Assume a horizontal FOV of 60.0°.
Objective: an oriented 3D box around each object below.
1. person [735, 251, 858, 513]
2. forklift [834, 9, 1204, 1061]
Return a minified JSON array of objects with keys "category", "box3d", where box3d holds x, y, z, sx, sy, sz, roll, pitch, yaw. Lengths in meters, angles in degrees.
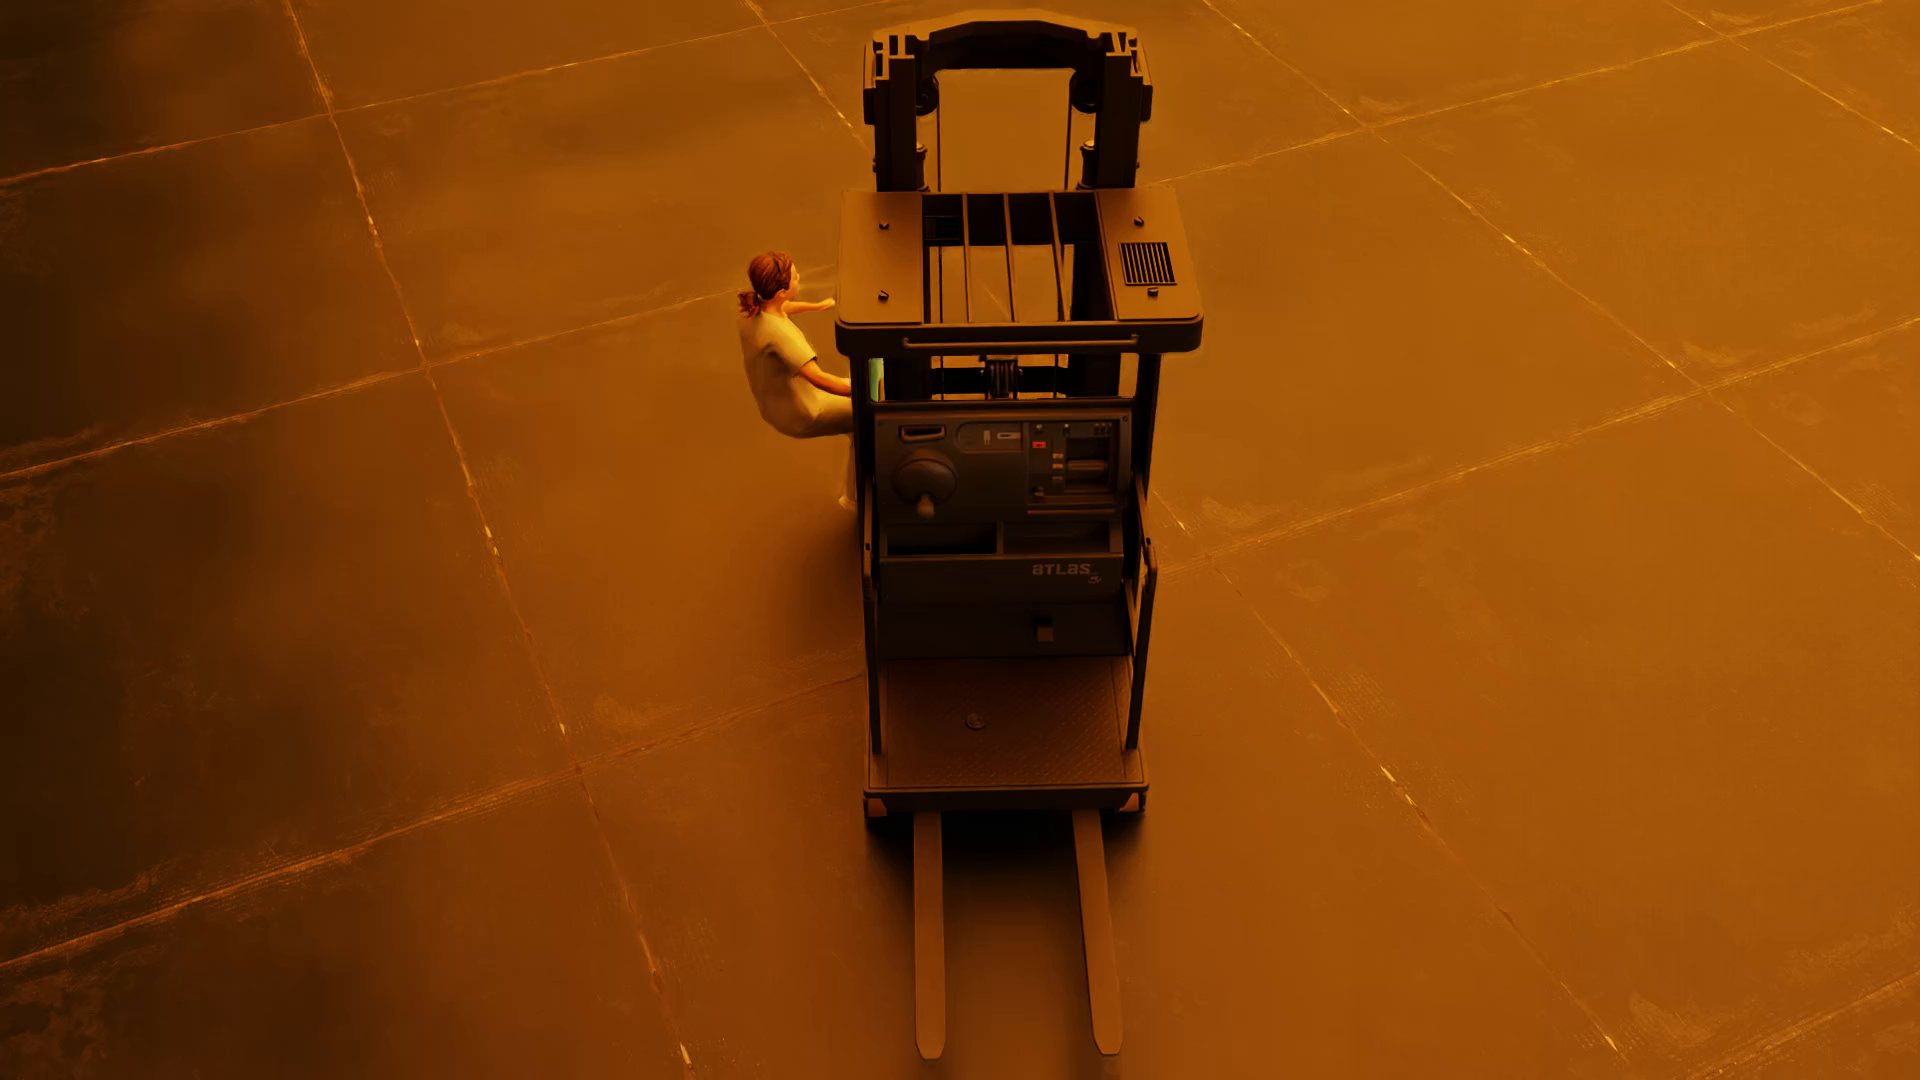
[{"category":"person","box3d":[-0.583,-0.743,7.590,0.830,1.438,0.773,-27,49,-26]},{"category":"forklift","box3d":[0.165,-0.191,5.884,1.130,2.935,3.031,-1,43,-1]}]
